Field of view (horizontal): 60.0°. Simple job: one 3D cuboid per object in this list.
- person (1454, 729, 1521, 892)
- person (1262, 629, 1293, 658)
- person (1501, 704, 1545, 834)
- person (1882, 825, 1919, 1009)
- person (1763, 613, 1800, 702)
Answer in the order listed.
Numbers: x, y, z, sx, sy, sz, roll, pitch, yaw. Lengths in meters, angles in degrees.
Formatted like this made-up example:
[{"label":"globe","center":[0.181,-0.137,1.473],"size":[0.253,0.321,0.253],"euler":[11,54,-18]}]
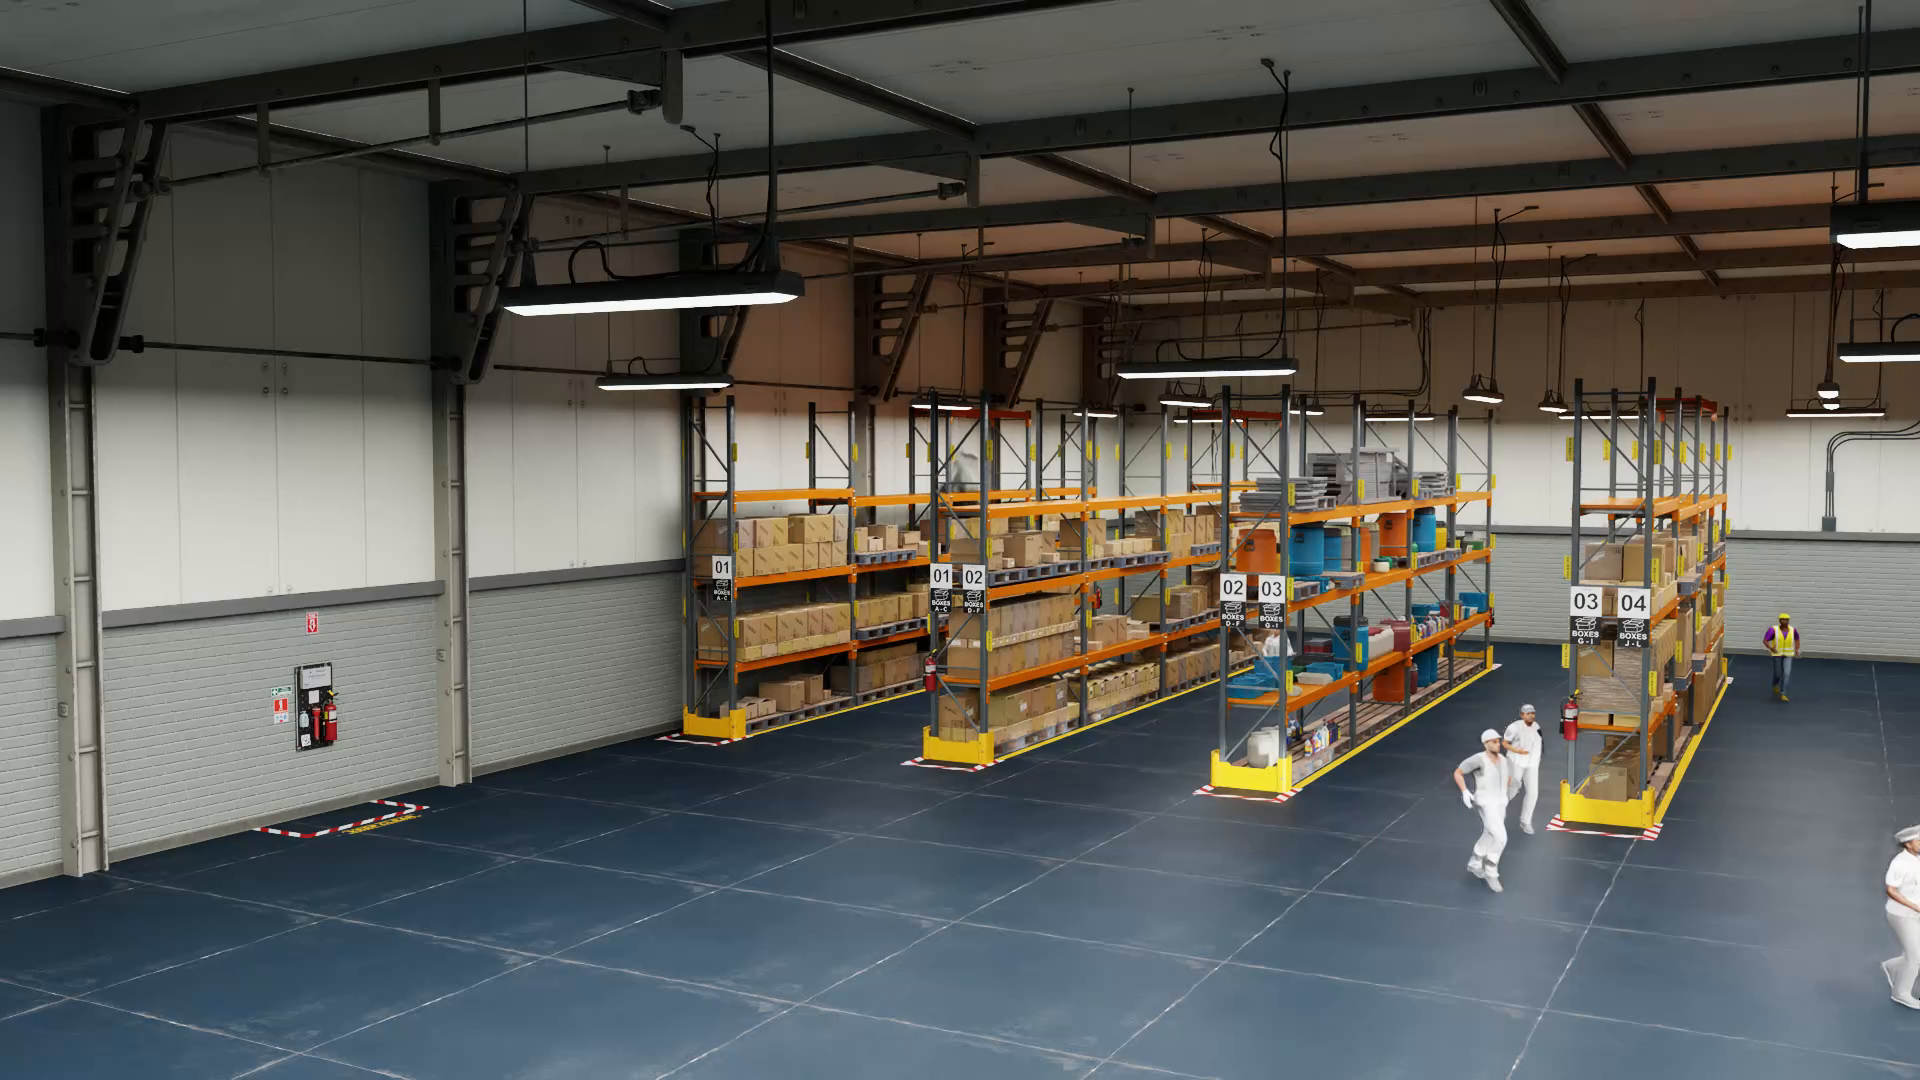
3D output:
[{"label":"person","center":[6.118,3.099,19.151],"size":[0.647,1.836,0.761],"euler":[-2,4,-32]},{"label":"person","center":[6.275,2.441,33.009],"size":[0.612,1.642,0.555],"euler":[1,3,22]},{"label":"person","center":[7.500,3.018,22.186],"size":[0.615,1.680,0.838],"euler":[0,3,-8]},{"label":"person","center":[8.565,3.383,15.008],"size":[0.582,1.658,0.552],"euler":[-2,4,-33]},{"label":"person","center":[16.679,2.357,33.744],"size":[0.703,1.759,0.852],"euler":[1,3,18]}]
